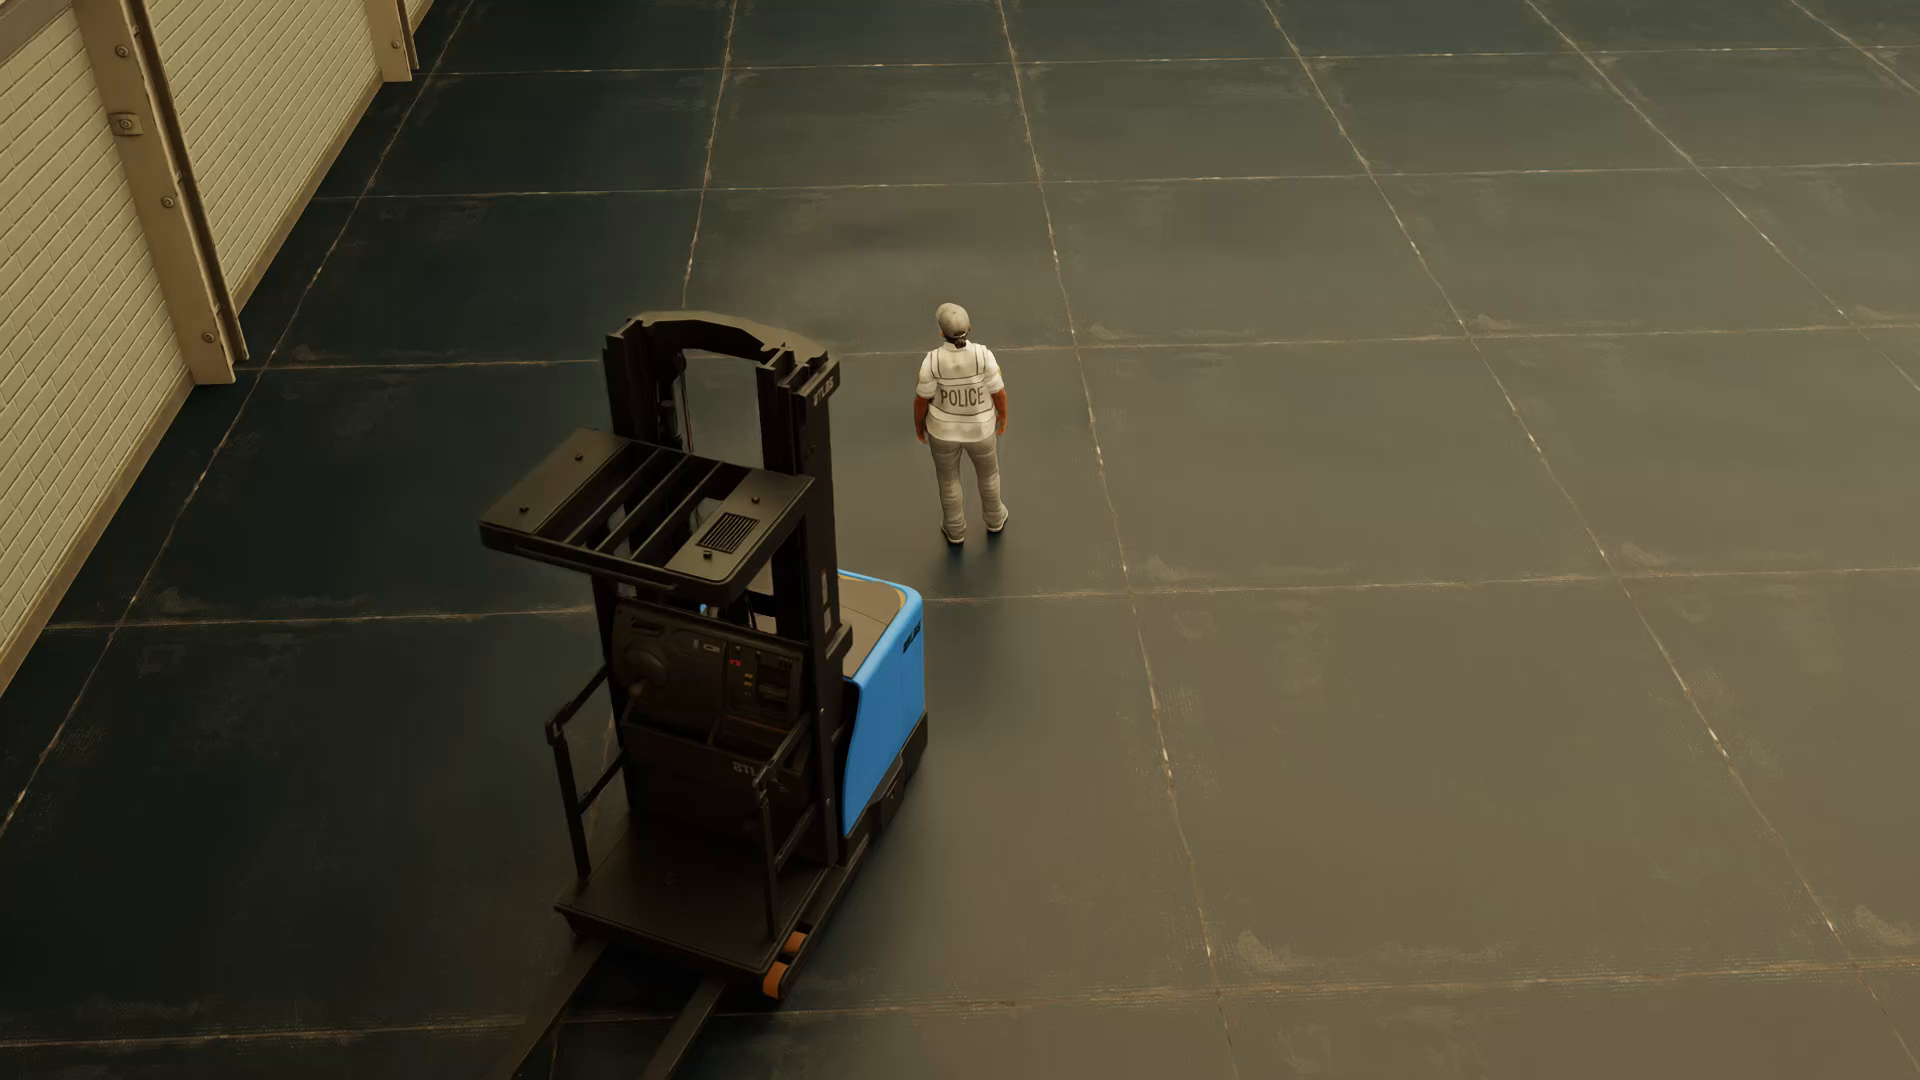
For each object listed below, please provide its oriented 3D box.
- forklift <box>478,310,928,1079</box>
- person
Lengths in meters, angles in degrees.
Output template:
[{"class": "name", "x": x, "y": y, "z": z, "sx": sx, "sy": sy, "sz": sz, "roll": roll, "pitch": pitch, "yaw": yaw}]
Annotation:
[{"class": "forklift", "x": -1.191, "y": 0.630, "z": 7.146, "sx": 1.130, "sy": 2.935, "sz": 3.031, "roll": 13, "pitch": 38, "yaw": 17}, {"class": "person", "x": 0.019, "y": -0.725, "z": 10.068, "sx": 0.598, "sy": 1.670, "sz": 0.529, "roll": -2, "pitch": 36, "yaw": -2}]
